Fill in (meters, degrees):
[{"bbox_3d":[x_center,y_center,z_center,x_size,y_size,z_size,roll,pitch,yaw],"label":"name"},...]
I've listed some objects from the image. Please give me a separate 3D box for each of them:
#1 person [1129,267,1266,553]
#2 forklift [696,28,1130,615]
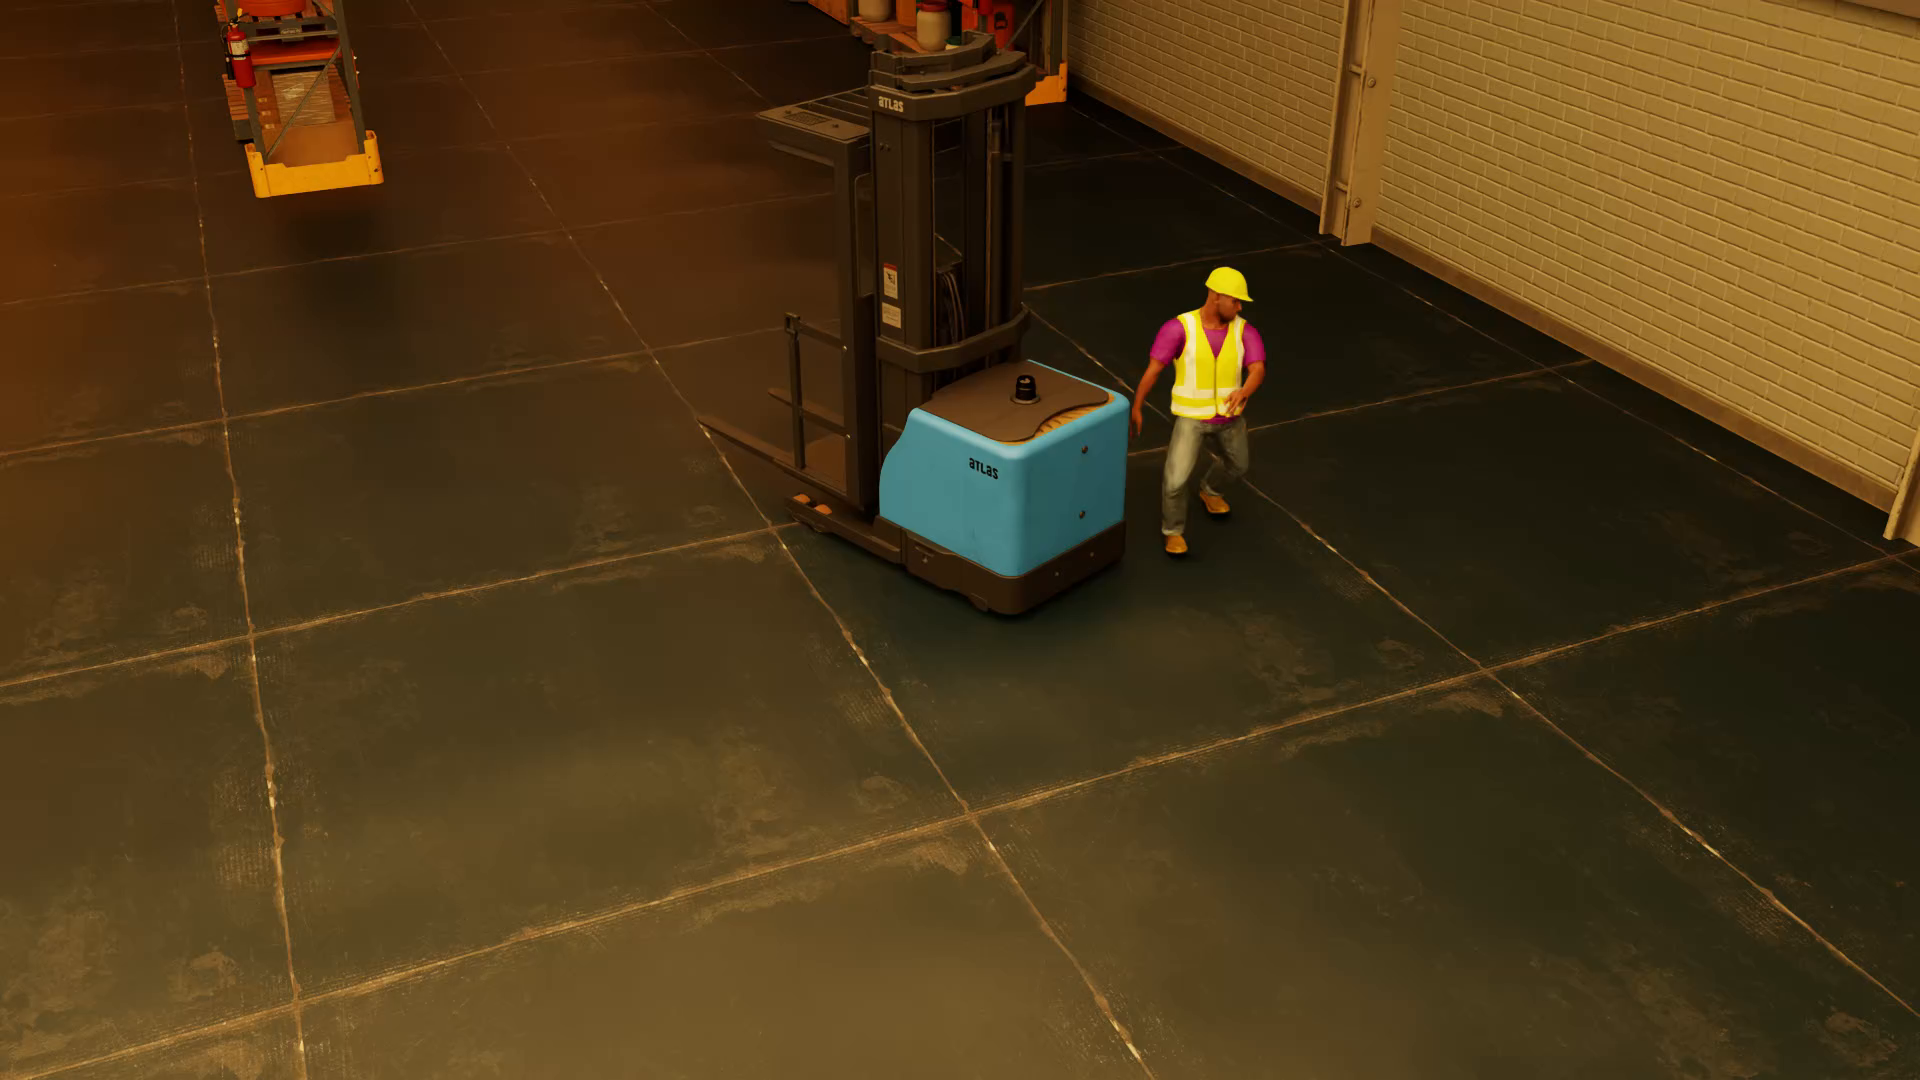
[{"bbox_3d":[1.378,-0.726,9.688,0.794,1.659,0.853,-9,31,-15],"label":"person"},{"bbox_3d":[-0.436,-1.483,9.714,3.031,2.935,1.130,26,39,37],"label":"forklift"}]
